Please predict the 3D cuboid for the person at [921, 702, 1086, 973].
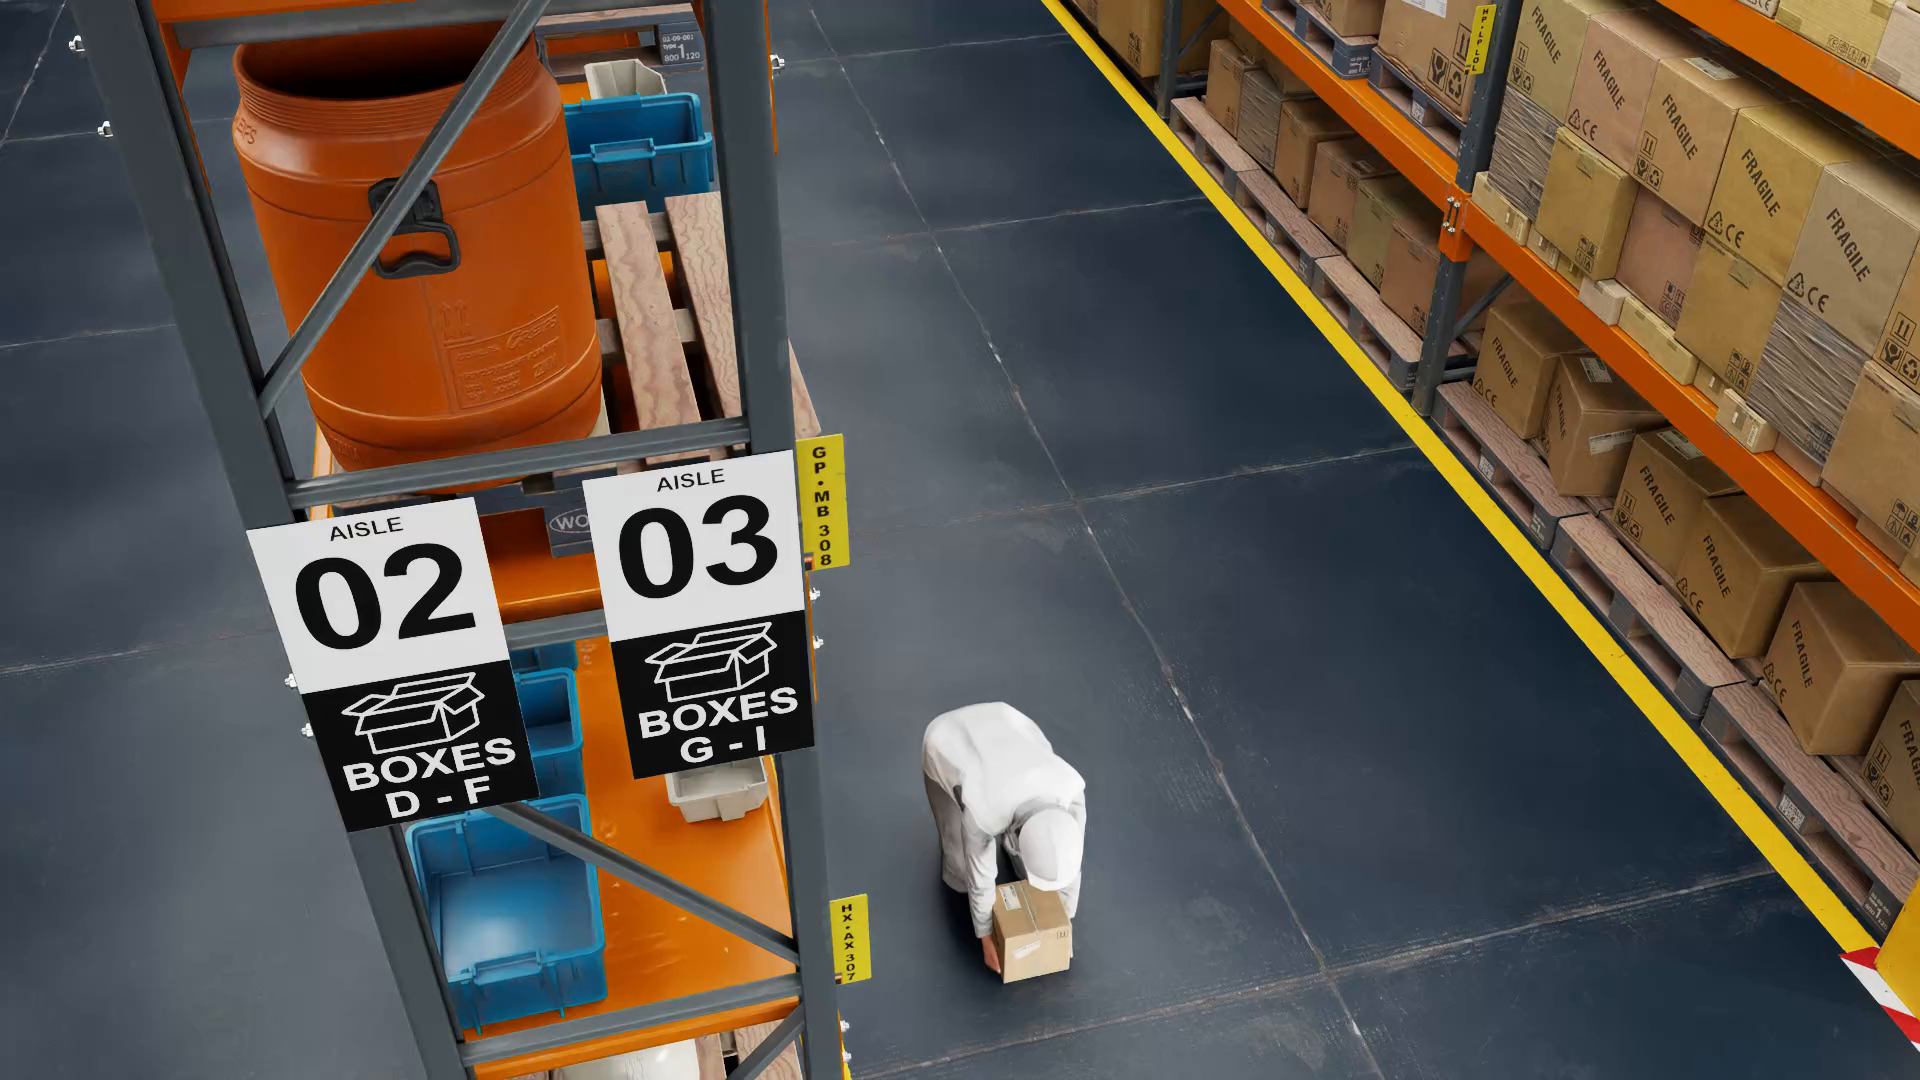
[{"bbox_3d":[0.177,1.074,6.168,0.509,0.820,0.974,-10,39,-13],"label":"person"}]
